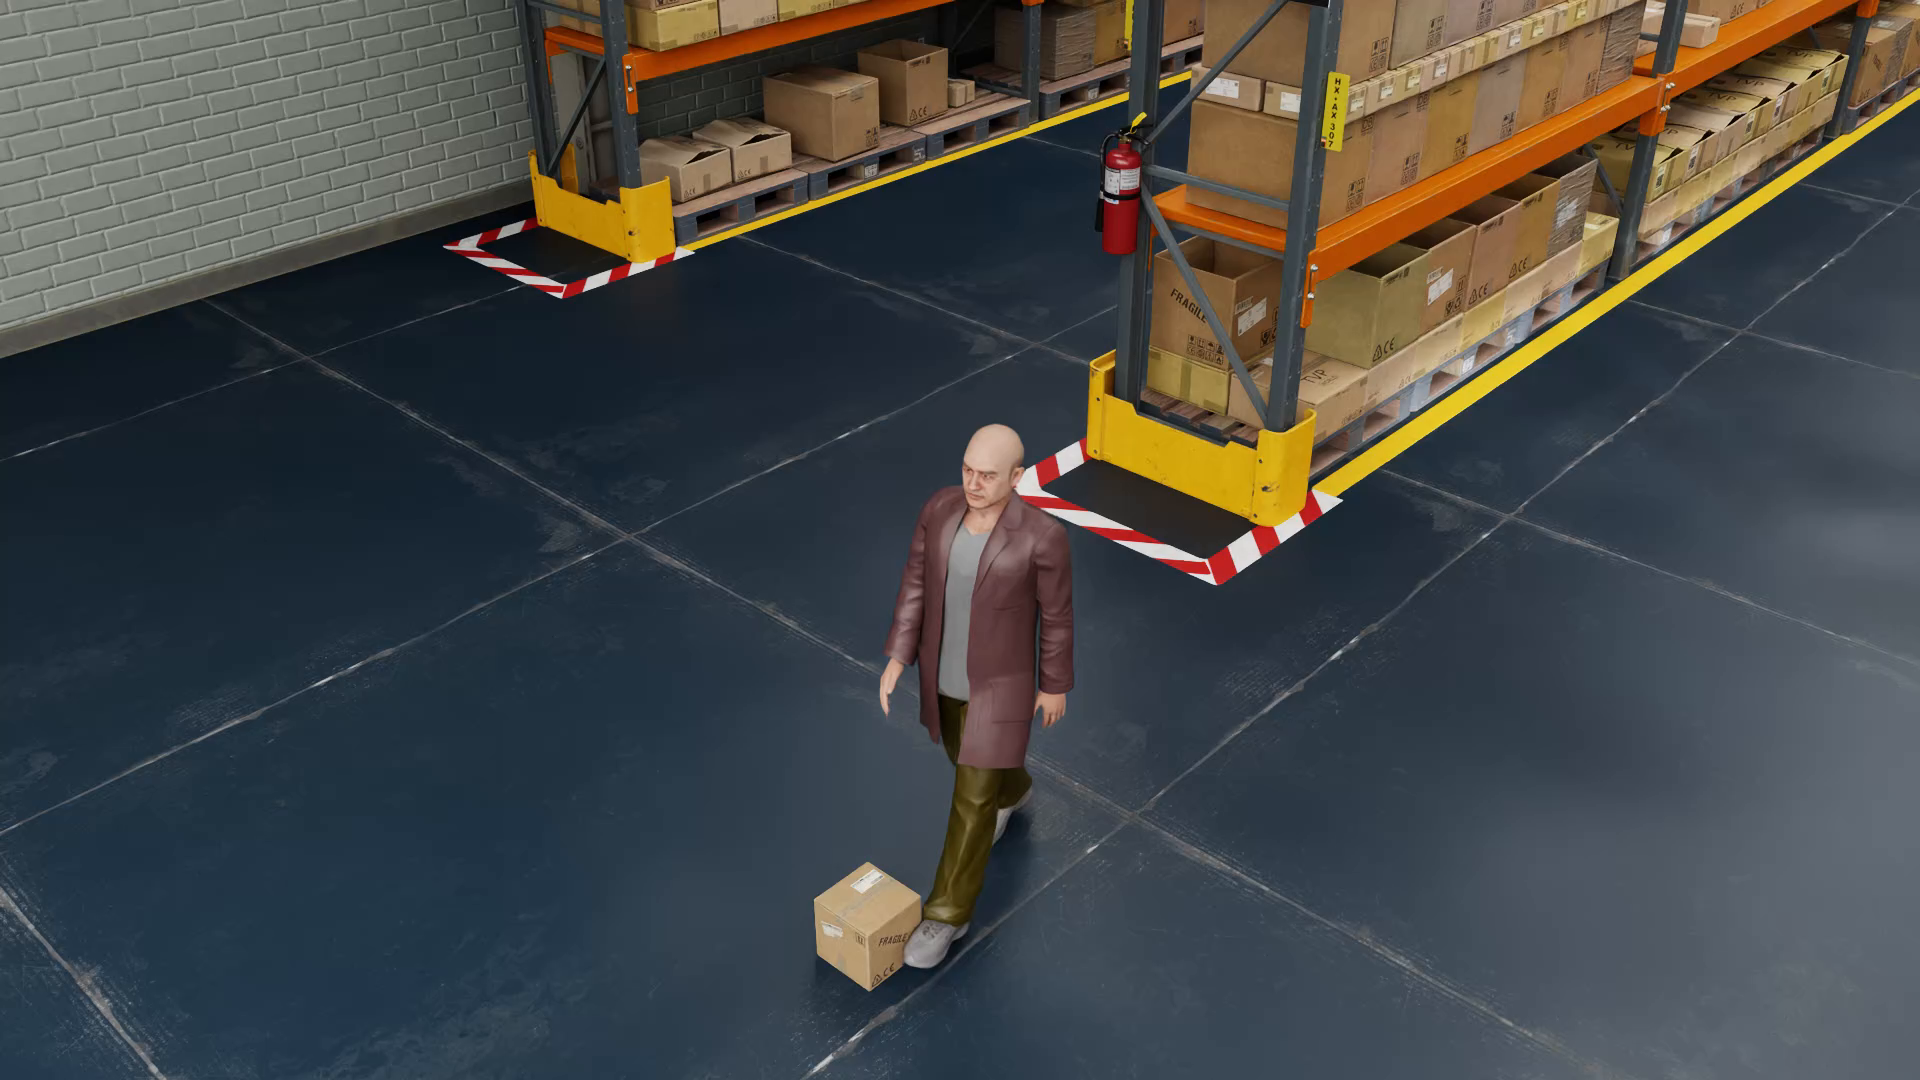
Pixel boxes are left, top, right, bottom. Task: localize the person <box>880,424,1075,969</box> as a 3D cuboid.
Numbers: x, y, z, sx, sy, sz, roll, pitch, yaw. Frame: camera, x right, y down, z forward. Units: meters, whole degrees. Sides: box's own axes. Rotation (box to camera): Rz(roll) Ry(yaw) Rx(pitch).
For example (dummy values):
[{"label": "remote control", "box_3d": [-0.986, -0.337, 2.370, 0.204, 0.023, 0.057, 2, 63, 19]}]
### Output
[{"label": "person", "box_3d": [0.018, 0.456, 5.397, 0.598, 1.739, 1.005, 21, 37, 31]}]
